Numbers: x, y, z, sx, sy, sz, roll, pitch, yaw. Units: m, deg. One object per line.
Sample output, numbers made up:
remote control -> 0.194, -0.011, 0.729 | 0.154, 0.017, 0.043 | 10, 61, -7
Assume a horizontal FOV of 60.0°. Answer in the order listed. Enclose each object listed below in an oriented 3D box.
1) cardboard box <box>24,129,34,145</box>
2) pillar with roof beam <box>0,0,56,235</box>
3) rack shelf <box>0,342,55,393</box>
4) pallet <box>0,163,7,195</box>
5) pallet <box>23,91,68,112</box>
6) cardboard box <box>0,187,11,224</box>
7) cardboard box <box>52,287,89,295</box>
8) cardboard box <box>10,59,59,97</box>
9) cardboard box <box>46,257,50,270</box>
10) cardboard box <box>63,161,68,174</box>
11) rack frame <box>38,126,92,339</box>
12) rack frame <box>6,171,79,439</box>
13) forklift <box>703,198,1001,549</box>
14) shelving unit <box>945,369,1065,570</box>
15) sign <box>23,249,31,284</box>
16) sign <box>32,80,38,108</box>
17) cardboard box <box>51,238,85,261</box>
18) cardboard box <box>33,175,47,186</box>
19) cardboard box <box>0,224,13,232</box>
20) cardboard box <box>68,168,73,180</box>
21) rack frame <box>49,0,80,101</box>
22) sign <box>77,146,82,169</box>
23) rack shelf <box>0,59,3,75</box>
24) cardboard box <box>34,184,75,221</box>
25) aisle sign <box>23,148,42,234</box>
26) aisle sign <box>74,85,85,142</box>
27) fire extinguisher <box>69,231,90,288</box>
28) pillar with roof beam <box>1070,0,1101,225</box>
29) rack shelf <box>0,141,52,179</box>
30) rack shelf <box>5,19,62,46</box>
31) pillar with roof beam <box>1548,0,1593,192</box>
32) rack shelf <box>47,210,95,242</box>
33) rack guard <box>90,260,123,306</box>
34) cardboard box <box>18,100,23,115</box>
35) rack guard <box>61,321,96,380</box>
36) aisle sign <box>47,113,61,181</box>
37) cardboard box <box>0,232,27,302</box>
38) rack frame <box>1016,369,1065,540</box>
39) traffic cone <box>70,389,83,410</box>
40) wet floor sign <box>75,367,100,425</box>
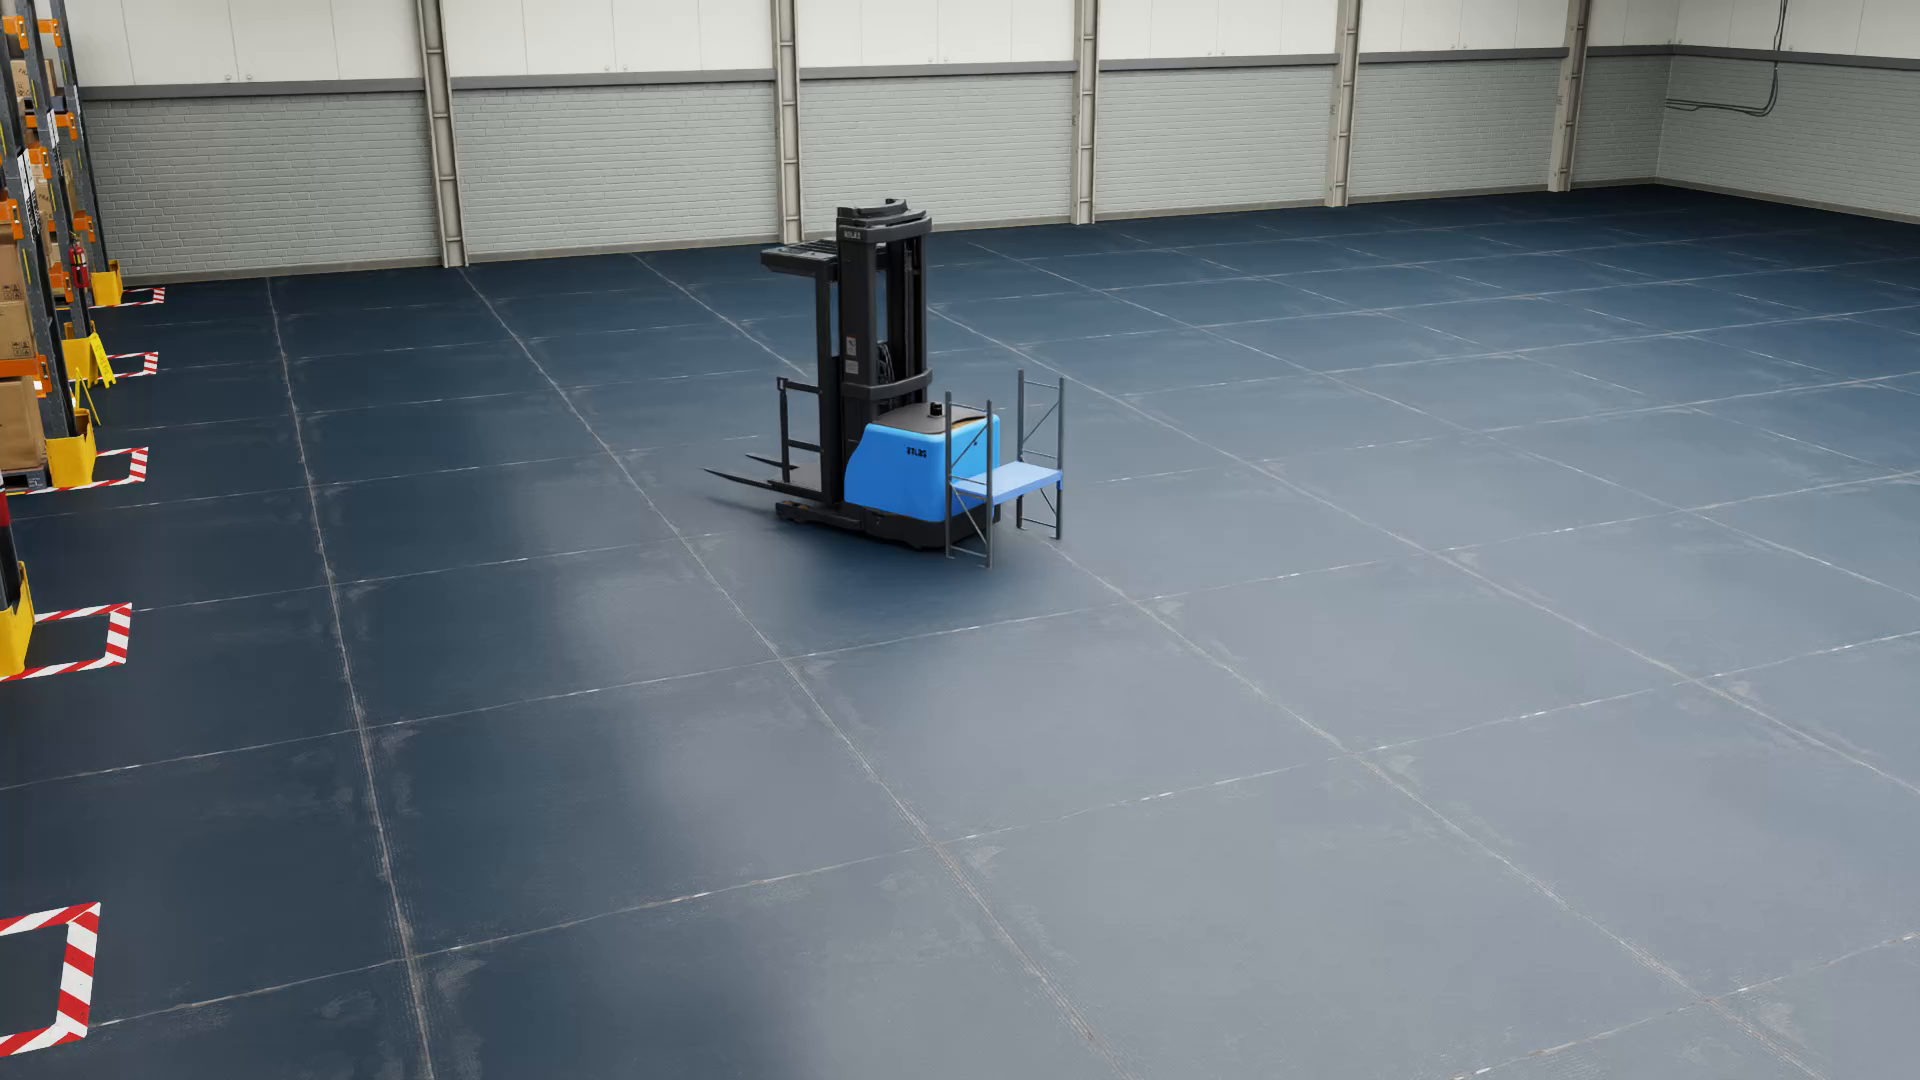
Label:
cardboard box -> -11.582, -4.966, 20.504 | 0.250, 0.149, 0.380 | -8, 21, -22
pillar with roof beam -> -12.409, -6.828, 20.897 | 0.400, 9.000, 9.100 | -8, 21, -22
rack shelf -> -10.932, -1.516, 15.926 | 4.000, 0.370, 1.077 | -8, 21, -22
pallet -> -9.772, -3.390, 15.784 | 1.213, 0.211, 1.003 | -8, 21, -22
pallet -> -13.778, -6.415, 24.376 | 1.213, 0.211, 1.003 | -8, 21, -22
cardboard box -> -11.531, -4.140, 20.191 | 0.500, 0.500, 0.700 | -9, 21, -23
cardboard box -> -13.424, -3.870, 25.039 | 0.500, 0.250, 0.500 | -8, 21, -22
cardboard box -> -13.428, -6.702, 24.123 | 0.500, 0.500, 0.500 | -7, 21, -20
cardboard box -> -11.407, -3.381, 20.520 | 0.250, 0.149, 0.380 | -7, 21, -20
cardboard box -> -13.364, -5.509, 24.611 | 0.250, 0.149, 0.380 | -8, 21, -22
rack frame -> -11.149, -3.614, 20.803 | 0.127, 3.000, 1.000 | -8, 21, -22
rack frame -> -9.095, -2.118, 16.554 | 0.127, 3.000, 1.000 | -8, 21, -22
forklift -> -1.115, -1.667, 15.376 | 3.031, 2.935, 1.130 | 14, 24, 34
shelving unit -> 0.398, -0.637, 14.606 | 0.538, 1.500, 1.048 | 15, 25, 37
sign -> -8.893, -2.609, 15.847 | 0.005, 0.325, 0.100 | -8, 21, -22
sign -> -10.947, -5.275, 19.670 | 0.005, 0.325, 0.100 | -8, 21, -22
cardboard box -> -13.417, -4.344, 24.880 | 0.500, 0.250, 0.500 | -7, 21, -20
cardboard box -> -13.548, -5.307, 24.483 | 0.250, 0.149, 0.380 | -8, 21, -21
cardboard box -> -11.538, -3.646, 20.296 | 0.500, 0.500, 0.500 | -9, 21, -23
cardboard box -> -13.532, -5.515, 25.075 | 0.250, 0.149, 0.380 | -9, 21, -23
rack frame -> -13.118, -7.957, 24.105 | 0.127, 3.000, 1.000 | -8, 21, -22
sign -> -12.916, -5.618, 24.394 | 0.005, 0.325, 0.100 | -8, 21, -22
rack shelf -> -10.932, -4.157, 14.996 | 4.000, 0.370, 1.077 | -8, 21, -22
cardboard box -> -13.466, -5.030, 24.673 | 0.500, 0.500, 0.500 | -9, 21, -23
aisle sign -> -9.149, -3.445, 16.409 | 0.004, 0.787, 0.394 | -8, 21, -22
aisle sign -> -12.941, -6.273, 24.439 | 0.004, 0.787, 0.394 | -8, 21, -22
fire extinguisher -> -10.861, -3.452, 20.460 | 0.183, 0.674, 0.296 | -8, 21, -22
pillar with roof beam -> 4.118, -9.196, 27.622 | 0.400, 9.000, 9.100 | -8, 21, -22
rack shelf -> -12.985, -4.427, 19.677 | 4.000, 0.370, 1.077 | -8, 21, -22
rack shelf -> -14.955, -7.166, 23.543 | 4.000, 0.370, 1.077 | -8, 21, -22
pillar with roof beam -> 15.137, -10.774, 32.105 | 0.400, 9.000, 9.100 | -8, 21, -22
rack shelf -> -14.955, -4.525, 24.473 | 4.000, 0.370, 1.077 | -8, 21, -22
rack guard -> -13.096, -3.952, 25.525 | 0.348, 0.500, 1.175 | -8, 21, -22
cardboard box -> -11.342, -5.152, 19.832 | 0.250, 0.149, 0.380 | -8, 21, -21
rack guard -> -11.218, -2.425, 21.190 | 0.348, 0.500, 1.175 | -8, 21, -22
aisle sign -> -10.977, -4.760, 20.144 | 0.004, 0.787, 0.394 | -8, 21, -22
cardboard box -> -9.451, -2.661, 16.245 | 0.550, 0.550, 0.875 | -8, 21, -22
rack frame -> 0.721, -0.767, 14.976 | 0.500, 1.500, 0.032 | 15, 25, 37
traffic cone -> -10.281, -1.674, 19.112 | 0.334, 0.463, 0.336 | -8, 21, -22
wet floor sign -> -9.853, -1.615, 18.671 | 0.232, 0.644, 0.267 | -12, 23, -31
